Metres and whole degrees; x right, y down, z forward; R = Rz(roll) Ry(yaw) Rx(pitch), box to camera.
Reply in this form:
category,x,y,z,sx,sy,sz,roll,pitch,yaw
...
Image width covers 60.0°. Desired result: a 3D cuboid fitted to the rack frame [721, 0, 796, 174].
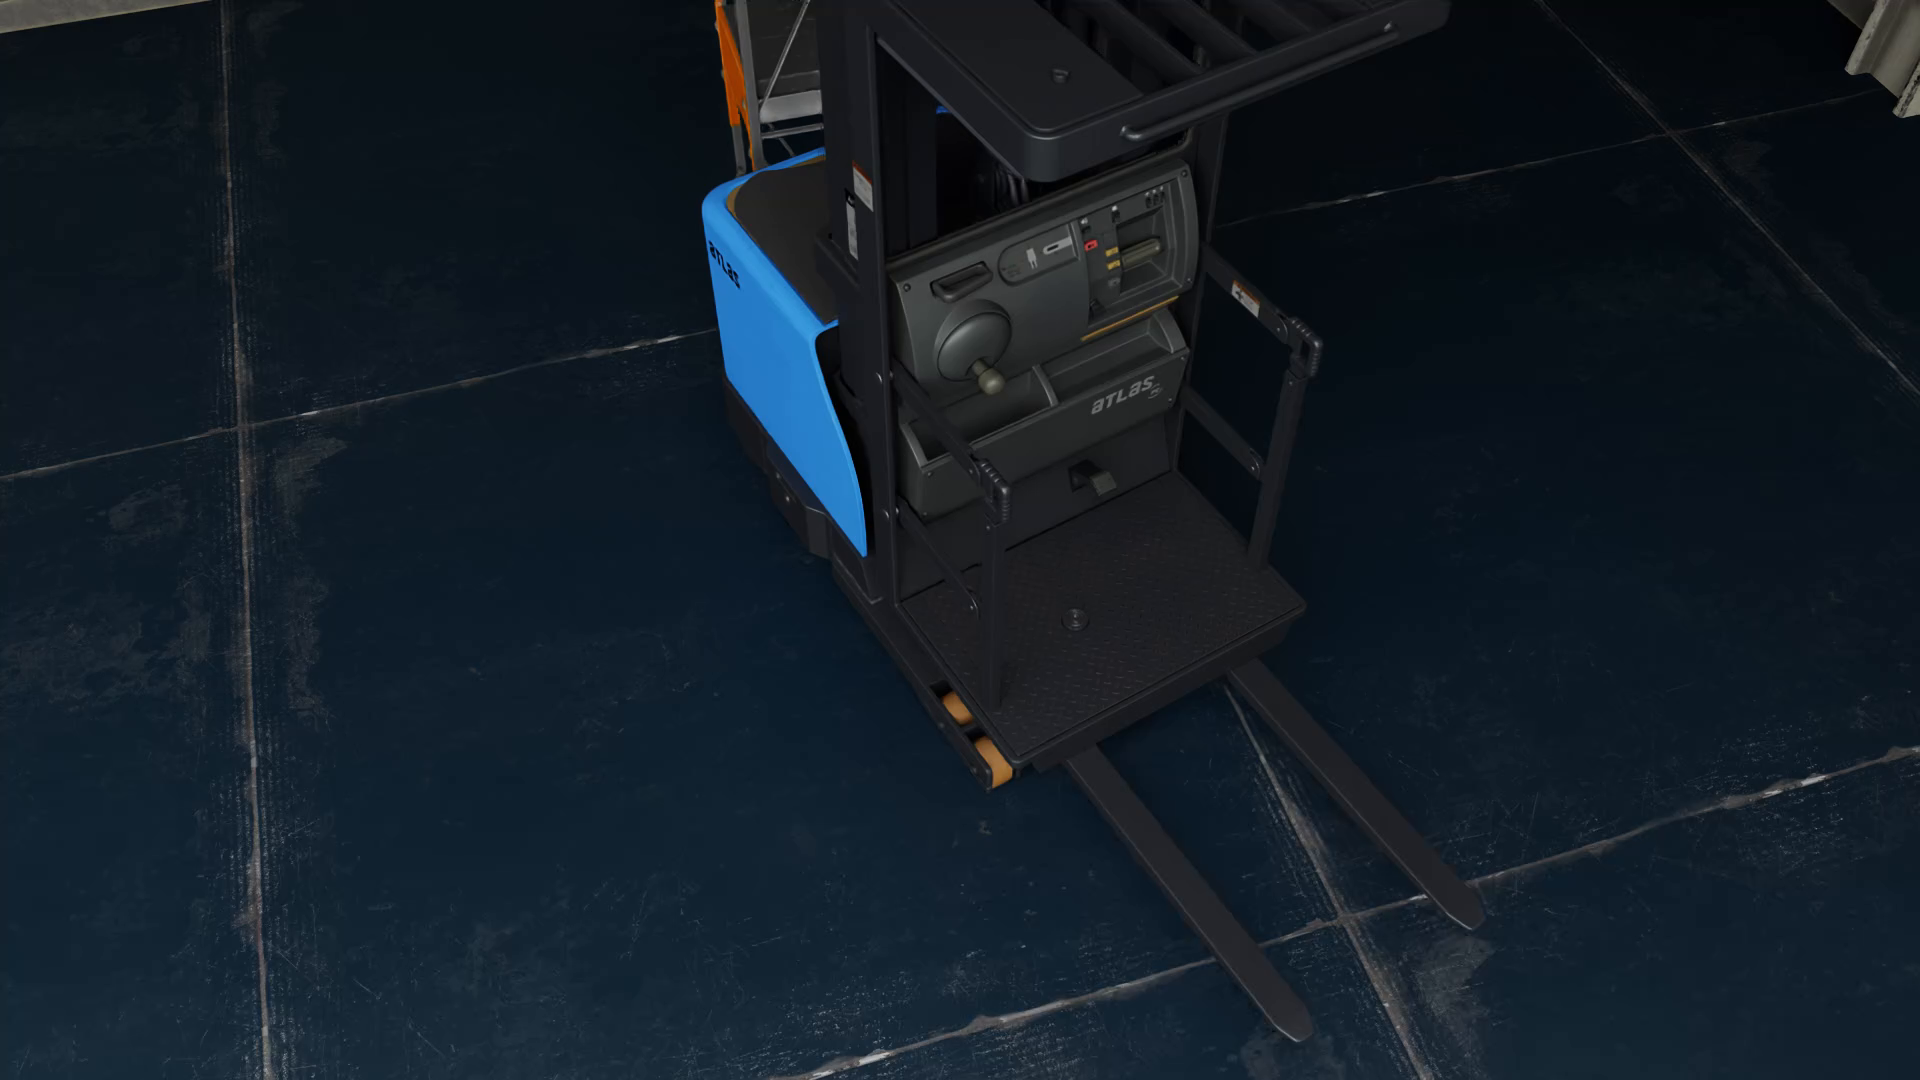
category,x,y,z,sx,sy,sz,roll,pitch,yaw
rack frame,-0.633,-1.722,5.828,0.400,2.100,0.015,-13,51,-10

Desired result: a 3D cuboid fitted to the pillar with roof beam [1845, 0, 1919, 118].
category,x,y,z,sx,sy,sz,roll,pitch,yaw
pillar with roof beam,0.109,-3.962,3.205,9.100,9.000,0.400,-13,51,-11

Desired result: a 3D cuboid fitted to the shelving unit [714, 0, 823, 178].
category,x,y,z,sx,sy,sz,roll,pitch,yaw
shelving unit,-0.565,-1.543,5.676,0.431,2.100,0.503,-13,51,-10

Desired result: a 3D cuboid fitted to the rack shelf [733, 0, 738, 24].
category,x,y,z,sx,sy,sz,roll,pitch,yaw
rack shelf,-0.565,-1.988,5.153,0.431,0.518,0.480,-13,51,-10

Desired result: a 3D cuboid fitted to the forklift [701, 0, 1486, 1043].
category,x,y,z,sx,sy,sz,roll,pitch,yaw
forklift,0.365,-0.601,4.340,1.130,2.935,3.031,-26,54,-20

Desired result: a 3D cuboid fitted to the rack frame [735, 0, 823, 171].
category,x,y,z,sx,sy,sz,roll,pitch,yaw
rack frame,-0.497,-1.365,5.525,0.400,2.100,0.015,-13,51,-10

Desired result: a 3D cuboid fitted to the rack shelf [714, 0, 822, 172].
category,x,y,z,sx,sy,sz,roll,pitch,yaw
rack shelf,-0.565,-1.534,5.687,0.431,0.518,0.480,-13,51,-10

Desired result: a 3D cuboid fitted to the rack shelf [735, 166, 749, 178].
category,x,y,z,sx,sy,sz,roll,pitch,yaw
rack shelf,-0.565,-1.081,6.220,0.431,0.518,0.480,-13,51,-10
